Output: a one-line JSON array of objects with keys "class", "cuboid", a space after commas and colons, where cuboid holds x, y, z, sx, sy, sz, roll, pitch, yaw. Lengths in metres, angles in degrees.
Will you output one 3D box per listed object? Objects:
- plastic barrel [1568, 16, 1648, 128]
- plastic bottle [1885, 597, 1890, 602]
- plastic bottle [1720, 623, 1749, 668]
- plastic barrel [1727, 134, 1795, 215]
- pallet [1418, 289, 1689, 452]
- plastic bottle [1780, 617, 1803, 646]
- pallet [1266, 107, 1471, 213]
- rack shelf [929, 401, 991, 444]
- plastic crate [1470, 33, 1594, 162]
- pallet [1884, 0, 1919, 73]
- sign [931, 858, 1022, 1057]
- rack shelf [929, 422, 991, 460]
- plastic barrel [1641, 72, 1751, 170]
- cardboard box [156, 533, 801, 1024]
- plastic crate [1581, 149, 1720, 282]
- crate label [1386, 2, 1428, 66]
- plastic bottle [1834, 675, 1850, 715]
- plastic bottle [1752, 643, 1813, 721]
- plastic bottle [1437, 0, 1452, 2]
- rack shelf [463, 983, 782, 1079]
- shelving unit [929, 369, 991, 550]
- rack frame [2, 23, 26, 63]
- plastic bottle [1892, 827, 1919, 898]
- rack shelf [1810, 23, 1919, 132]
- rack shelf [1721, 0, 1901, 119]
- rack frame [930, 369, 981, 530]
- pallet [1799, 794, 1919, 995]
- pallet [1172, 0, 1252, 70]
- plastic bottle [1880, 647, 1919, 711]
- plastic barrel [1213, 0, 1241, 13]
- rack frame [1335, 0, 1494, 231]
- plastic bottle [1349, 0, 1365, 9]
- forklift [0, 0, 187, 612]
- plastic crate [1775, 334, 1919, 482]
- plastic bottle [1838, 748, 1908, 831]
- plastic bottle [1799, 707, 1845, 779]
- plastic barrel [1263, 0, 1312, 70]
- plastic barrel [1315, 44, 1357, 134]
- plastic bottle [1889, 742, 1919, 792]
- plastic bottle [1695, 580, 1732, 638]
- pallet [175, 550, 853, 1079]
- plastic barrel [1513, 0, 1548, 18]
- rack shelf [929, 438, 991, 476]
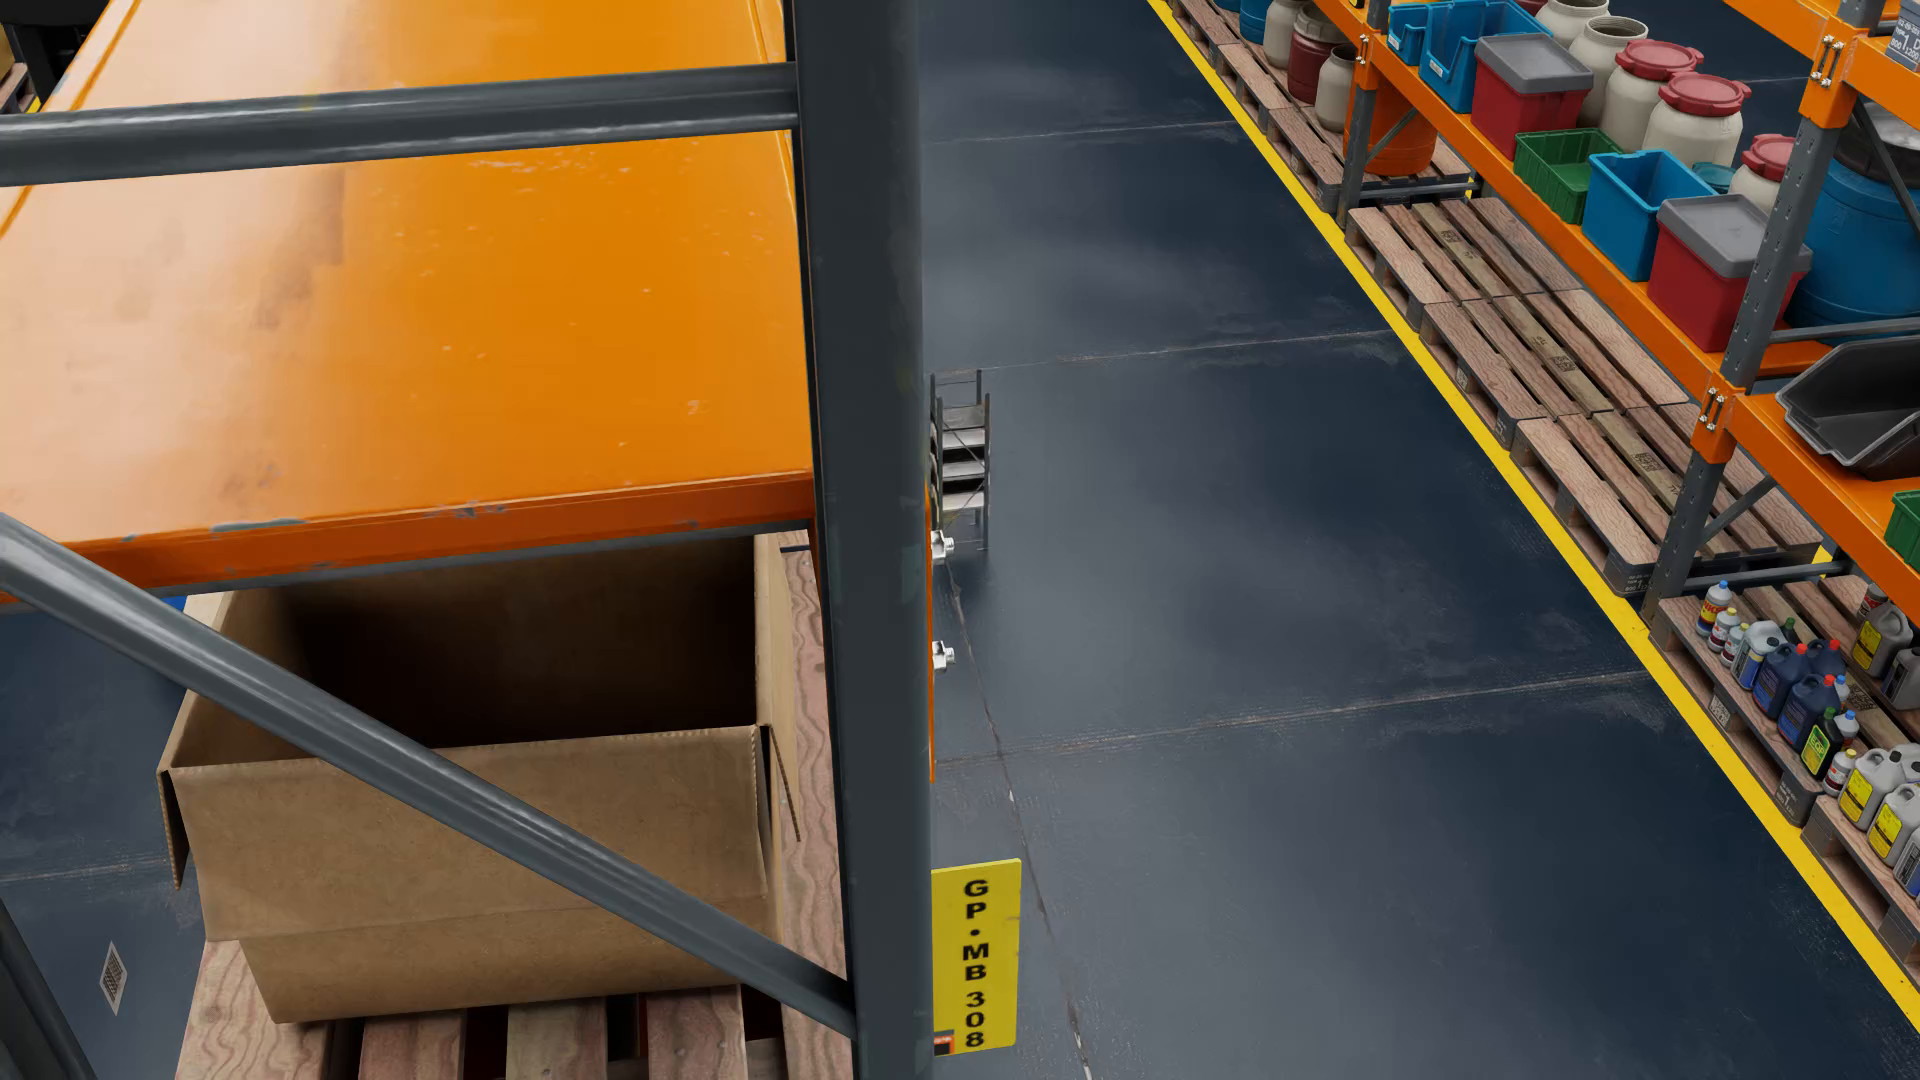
[{"class": "plastic barrel", "cuboid": [3.408, -2.461, 8.782, 0.421, 0.512, 0.421, 0, 38, 0]}, {"class": "plastic bottle", "cuboid": [4.054, 0.300, 7.174, 0.061, 0.283, 0.133, -4, 38, -6]}, {"class": "plastic bottle", "cuboid": [3.305, 0.440, 7.061, 0.097, 0.201, 0.097, 0, 38, 0]}, {"class": "plastic barrel", "cuboid": [3.693, -1.509, 7.537, 0.433, 0.535, 0.433, 0, 38, 0]}, {"class": "pallet", "cuboid": [3.252, -0.961, 9.215, 1.003, 0.211, 1.213, -6, 38, -8]}, {"class": "plastic bottle", "cuboid": [3.457, 0.465, 6.962, 0.061, 0.283, 0.133, -6, 38, -8]}, {"class": "pallet", "cuboid": [2.764, -2.640, 11.377, 1.003, 0.211, 1.213, -6, 38, -8]}, {"class": "rack shelf", "cuboid": [-0.001, -0.547, 7.735, 0.258, 0.077, 0.200, -6, 38, -8]}, {"class": "plastic crate", "cuboid": [2.926, -2.286, 8.596, 0.402, 0.464, 0.583, -6, 38, -8]}, {"class": "pallet", "cuboid": [3.867, -1.539, 5.394, 1.213, 0.211, 1.003, -6, 38, -8]}, {"class": "sign", "cuboid": [0.016, 0.475, 1.871, 0.100, 0.325, 0.005, -6, 38, -8]}, {"class": "rack shelf", "cuboid": [-0.001, -0.476, 7.790, 0.258, 0.077, 0.200, -6, 38, -8]}, {"class": "plastic barrel", "cuboid": [3.564, -1.952, 8.107, 0.433, 0.535, 0.433, 0, 38, 0]}, {"class": "cardboard box", "cuboid": [-0.628, 0.299, 2.335, 0.797, 0.503, 0.637, -4, 38, -5]}, {"class": "plastic crate", "cuboid": [3.145, -1.480, 7.624, 0.392, 0.384, 0.575, -6, 38, -8]}, {"class": "crate label", "cuboid": [2.648, -2.909, 9.586, 0.303, 0.233, 0.416, -6, 38, -8]}, {"class": "plastic bottle", "cuboid": [3.522, 0.656, 6.725, 0.097, 0.271, 0.097, 0, 38, 0]}, {"class": "plastic bottle", "cuboid": [3.378, 0.551, 6.797, 0.144, 0.351, 0.185, -5, 38, -7]}, {"class": "plastic bottle", "cuboid": [3.036, -3.501, 10.312, 0.152, 0.276, 0.135, -6, 38, -8]}, {"class": "rack shelf", "cuboid": [-0.882, -0.016, 3.867, 1.077, 0.370, 4.000, -6, 38, -8]}, {"class": "shelving unit", "cuboid": [-0.001, -0.360, 7.880, 0.258, 0.900, 0.210, -6, 38, -8]}, {"class": "rack frame", "cuboid": [-7.511, -4.620, 11.652, 1.000, 3.000, 0.127, -6, 38, -8]}, {"class": "plastic bottle", "cuboid": [3.551, 1.163, 6.070, 0.152, 0.276, 0.135, -7, 38, -9]}, {"class": "rack shelf", "cuboid": [3.995, -0.546, 4.550, 1.077, 0.370, 4.000, -6, 38, -8]}, {"class": "rack shelf", "cuboid": [3.294, -2.962, 7.660, 1.077, 0.370, 4.000, -6, 38, -8]}, {"class": "rack frame", "cuboid": [-0.019, -0.422, 7.959, 0.240, 0.900, 0.006, -6, 38, -8]}, {"class": "pallet", "cuboid": [3.939, 1.396, 6.181, 1.003, 0.211, 1.213, -6, 38, -8]}, {"class": "pallet", "cuboid": [2.336, -4.114, 13.274, 1.003, 0.211, 1.213, -6, 38, -8]}, {"class": "plastic bottle", "cuboid": [3.934, 0.553, 6.855, 0.152, 0.276, 0.135, -6, 38, -8]}, {"class": "plastic barrel", "cuboid": [2.321, -4.693, 13.113, 0.600, 0.901, 0.708, -6, 38, -8]}, {"class": "rack frame", "cuboid": [2.943, -3.270, 9.914, 1.000, 3.000, 0.127, -6, 38, -8]}, {"class": "plastic bottle", "cuboid": [2.453, -3.422, 10.205, 0.061, 0.283, 0.133, -6, 38, -8]}, {"class": "forklift", "cuboid": [-3.375, -1.523, 7.721, 1.130, 2.935, 3.031, -7, 38, -9]}, {"class": "plastic crate", "cuboid": [3.611, -0.500, 6.399, 0.767, 0.338, 0.504, -6, 38, -8]}, {"class": "plastic bottle", "cuboid": [3.485, 0.921, 6.320, 0.144, 0.351, 0.185, -7, 38, -8]}, {"class": "plastic bottle", "cuboid": [3.399, 0.795, 6.537, 0.061, 0.283, 0.133, -5, 38, -6]}, {"class": "plastic barrel", "cuboid": [2.456, -3.761, 12.231, 0.421, 0.512, 0.421, 0, 38, 0]}, {"class": "plastic barrel", "cuboid": [2.654, -3.078, 11.353, 0.421, 0.512, 0.421, 0, 38, 0]}, {"class": "plastic bottle", "cuboid": [3.627, 0.920, 6.383, 0.152, 0.276, 0.135, -6, 38, -8]}, {"class": "plastic bottle", "cuboid": [3.269, 0.289, 7.198, 0.097, 0.271, 0.097, 0, 38, 0]}, {"class": "pallet", "cuboid": [-0.630, 0.513, 2.672, 1.003, 0.211, 1.213, -6, 38, -8]}, {"class": "plastic barrel", "cuboid": [3.323, -3.076, 9.553, 0.600, 0.536, 0.708, -6, 38, -8]}, {"class": "rack shelf", "cuboid": [-0.001, -0.405, 7.845, 0.258, 0.077, 0.200, -6, 38, -8]}]
